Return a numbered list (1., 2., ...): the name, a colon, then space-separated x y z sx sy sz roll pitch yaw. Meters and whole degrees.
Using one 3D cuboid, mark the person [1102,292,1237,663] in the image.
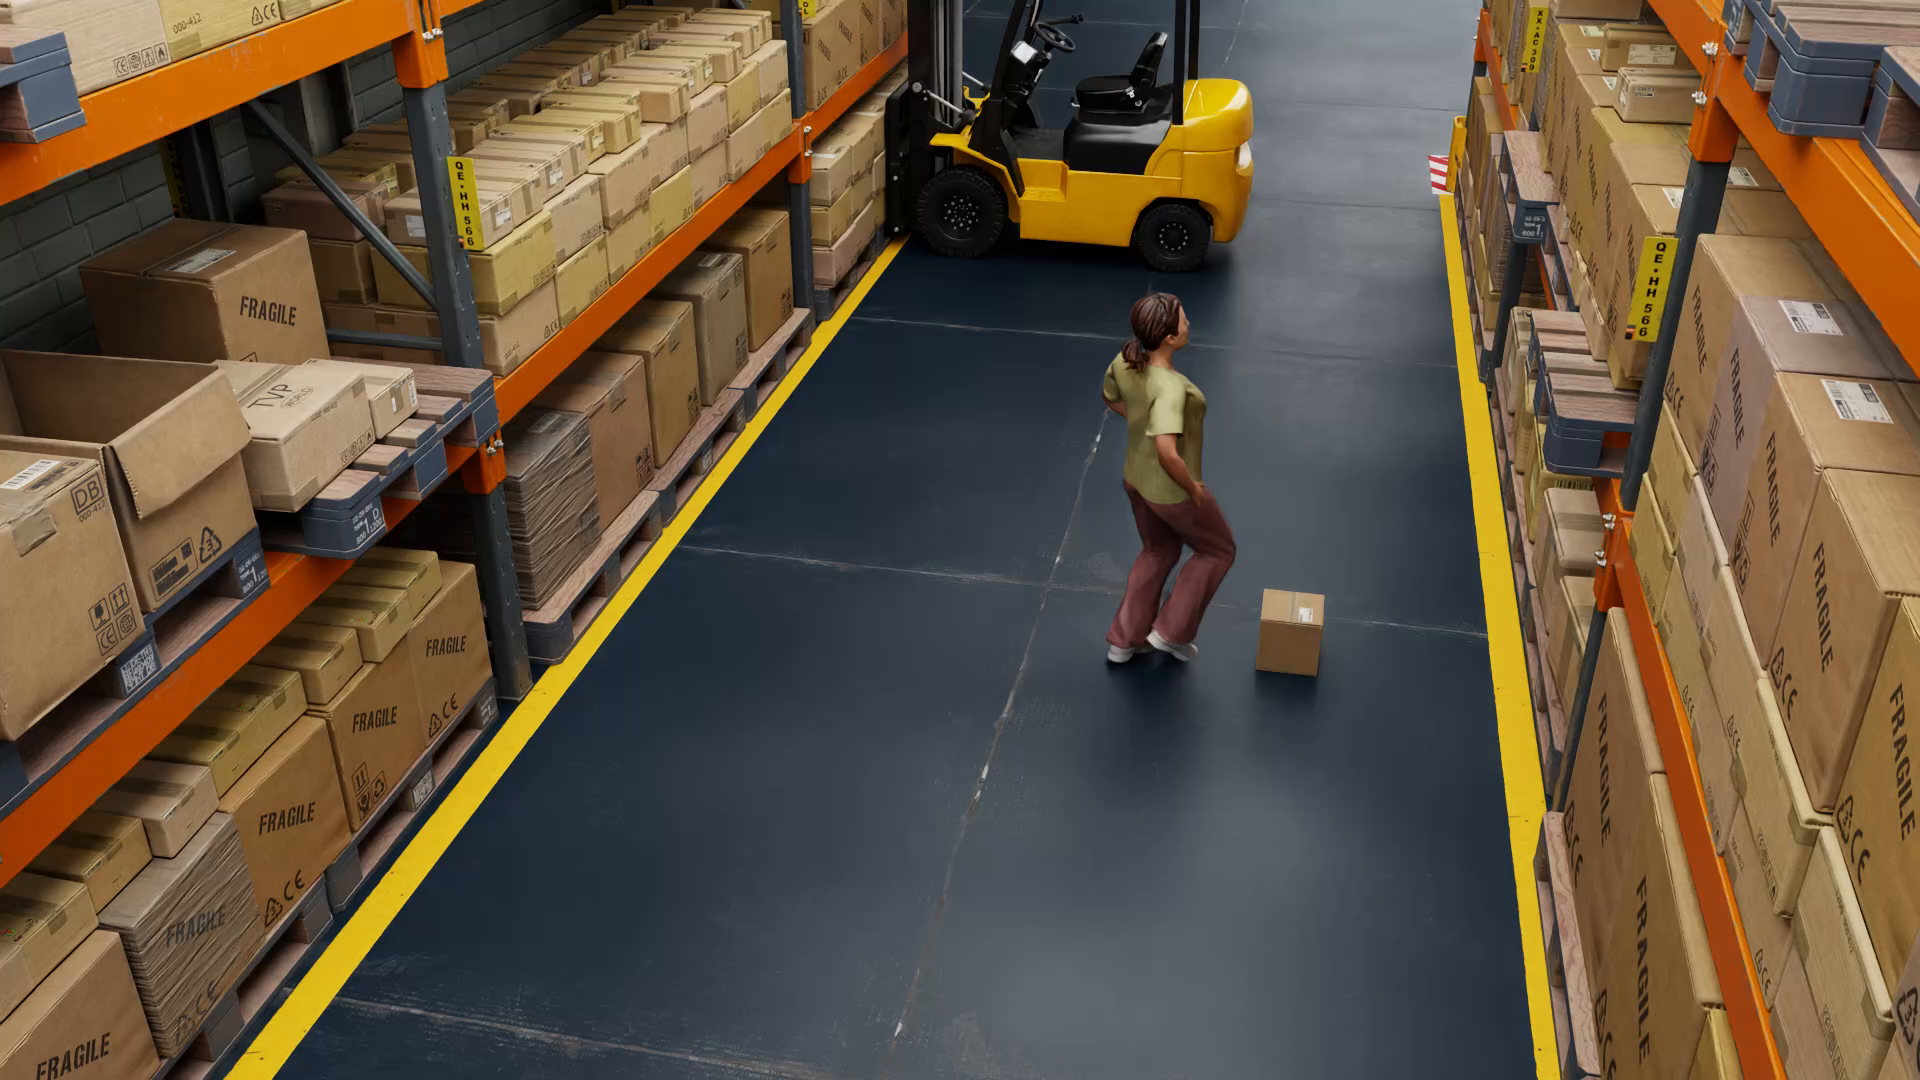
1. person: 0.836 -0.199 6.551 0.526 1.674 0.639 -13 32 -23
